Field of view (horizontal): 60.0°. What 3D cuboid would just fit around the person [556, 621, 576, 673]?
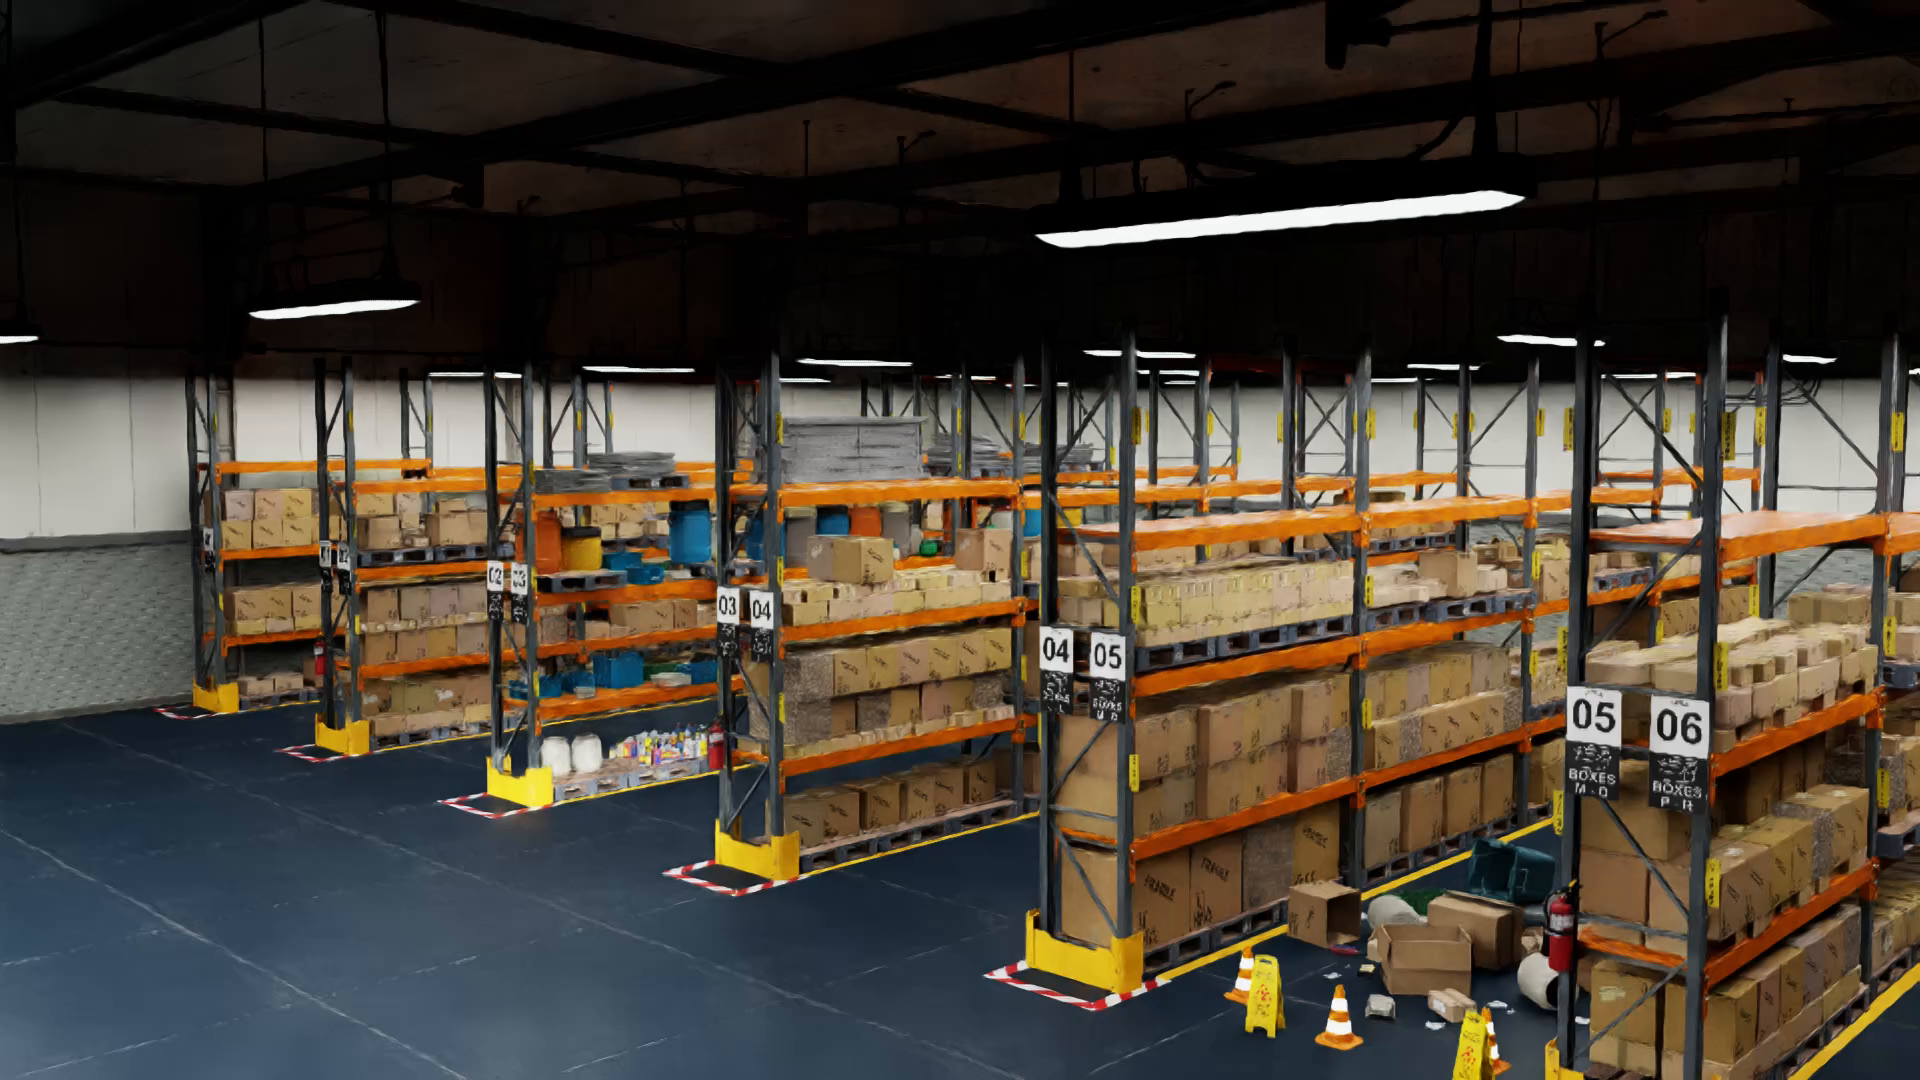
[{"bbox_3d":[-7.266,2.014,30.194,1.126,1.645,0.542,-4,6,-44],"label":"person"}]
